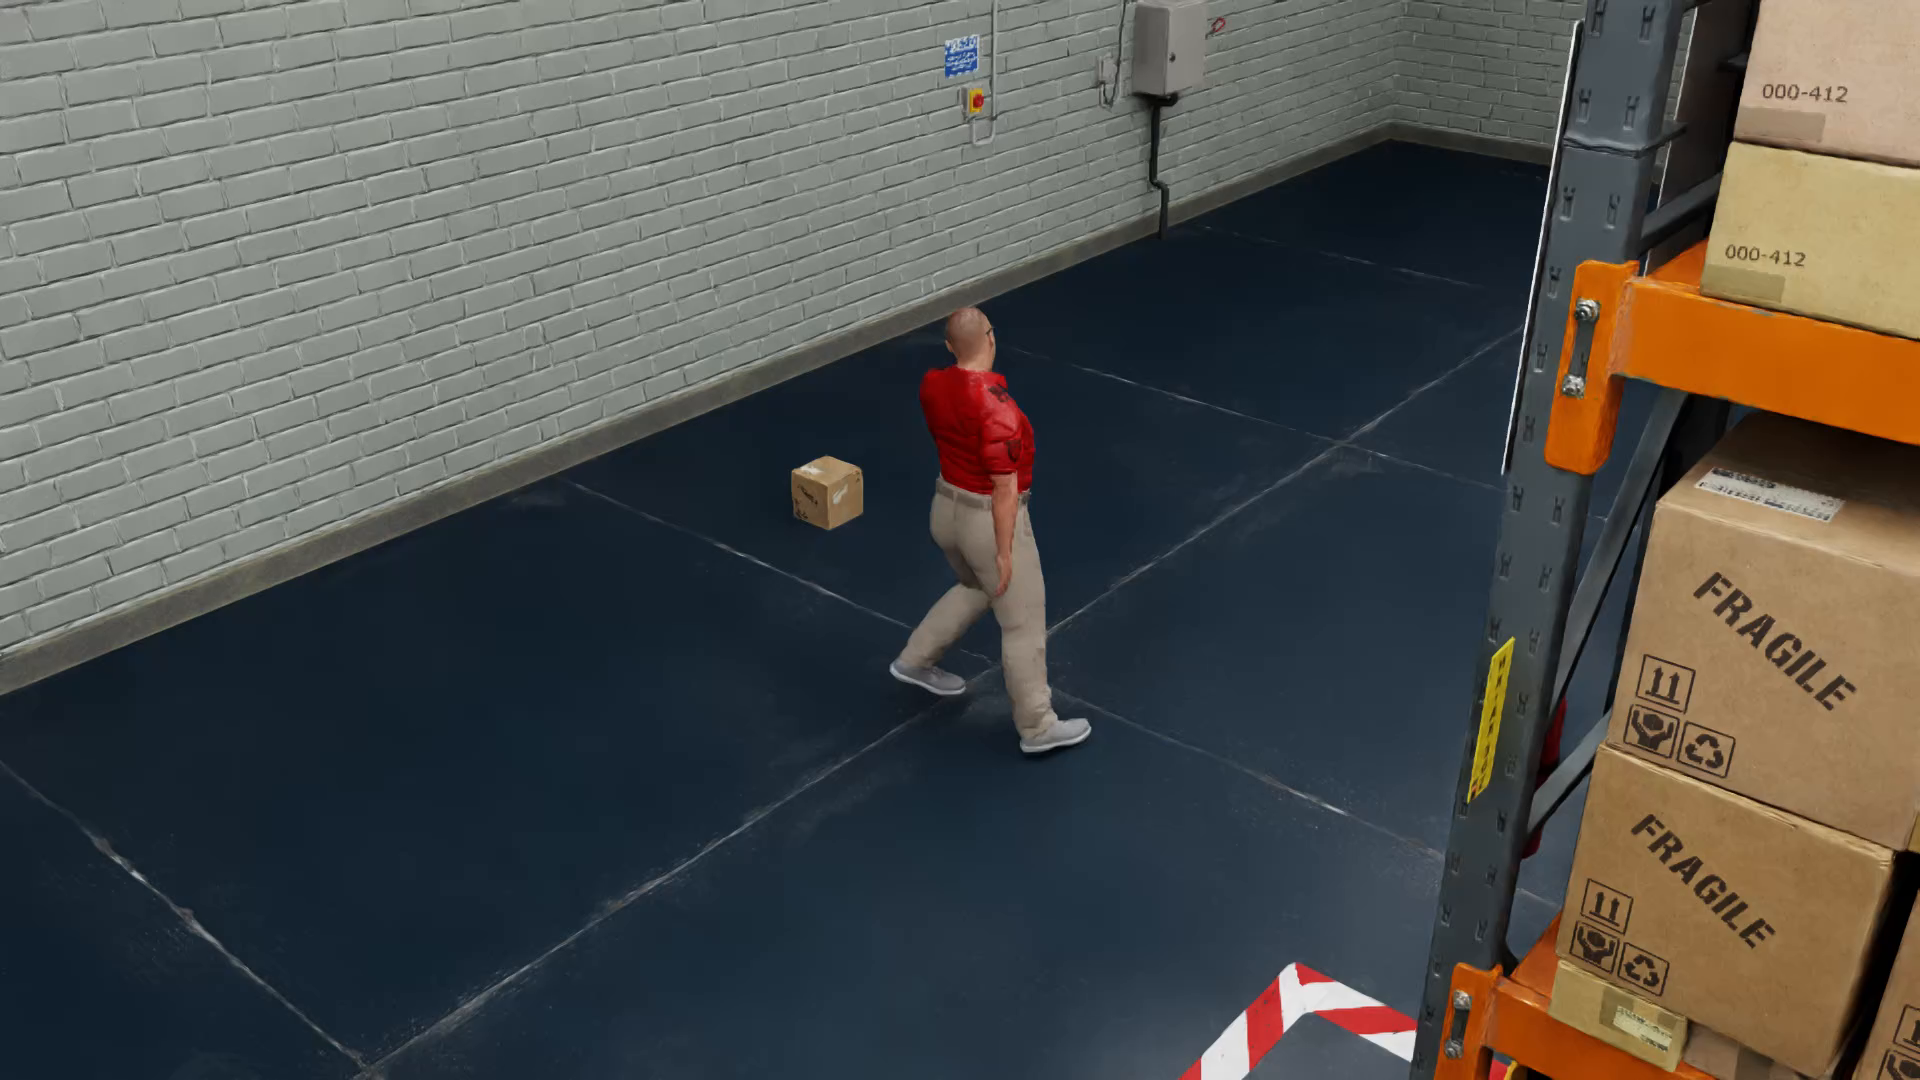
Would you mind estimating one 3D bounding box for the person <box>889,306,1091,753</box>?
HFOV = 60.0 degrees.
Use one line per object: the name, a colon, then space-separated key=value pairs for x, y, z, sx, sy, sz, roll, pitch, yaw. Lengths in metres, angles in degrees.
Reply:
person: x=0.154 y=-0.042 z=6.246 sx=0.539 sy=1.709 sz=0.707 roll=-23 pitch=35 yaw=-37
